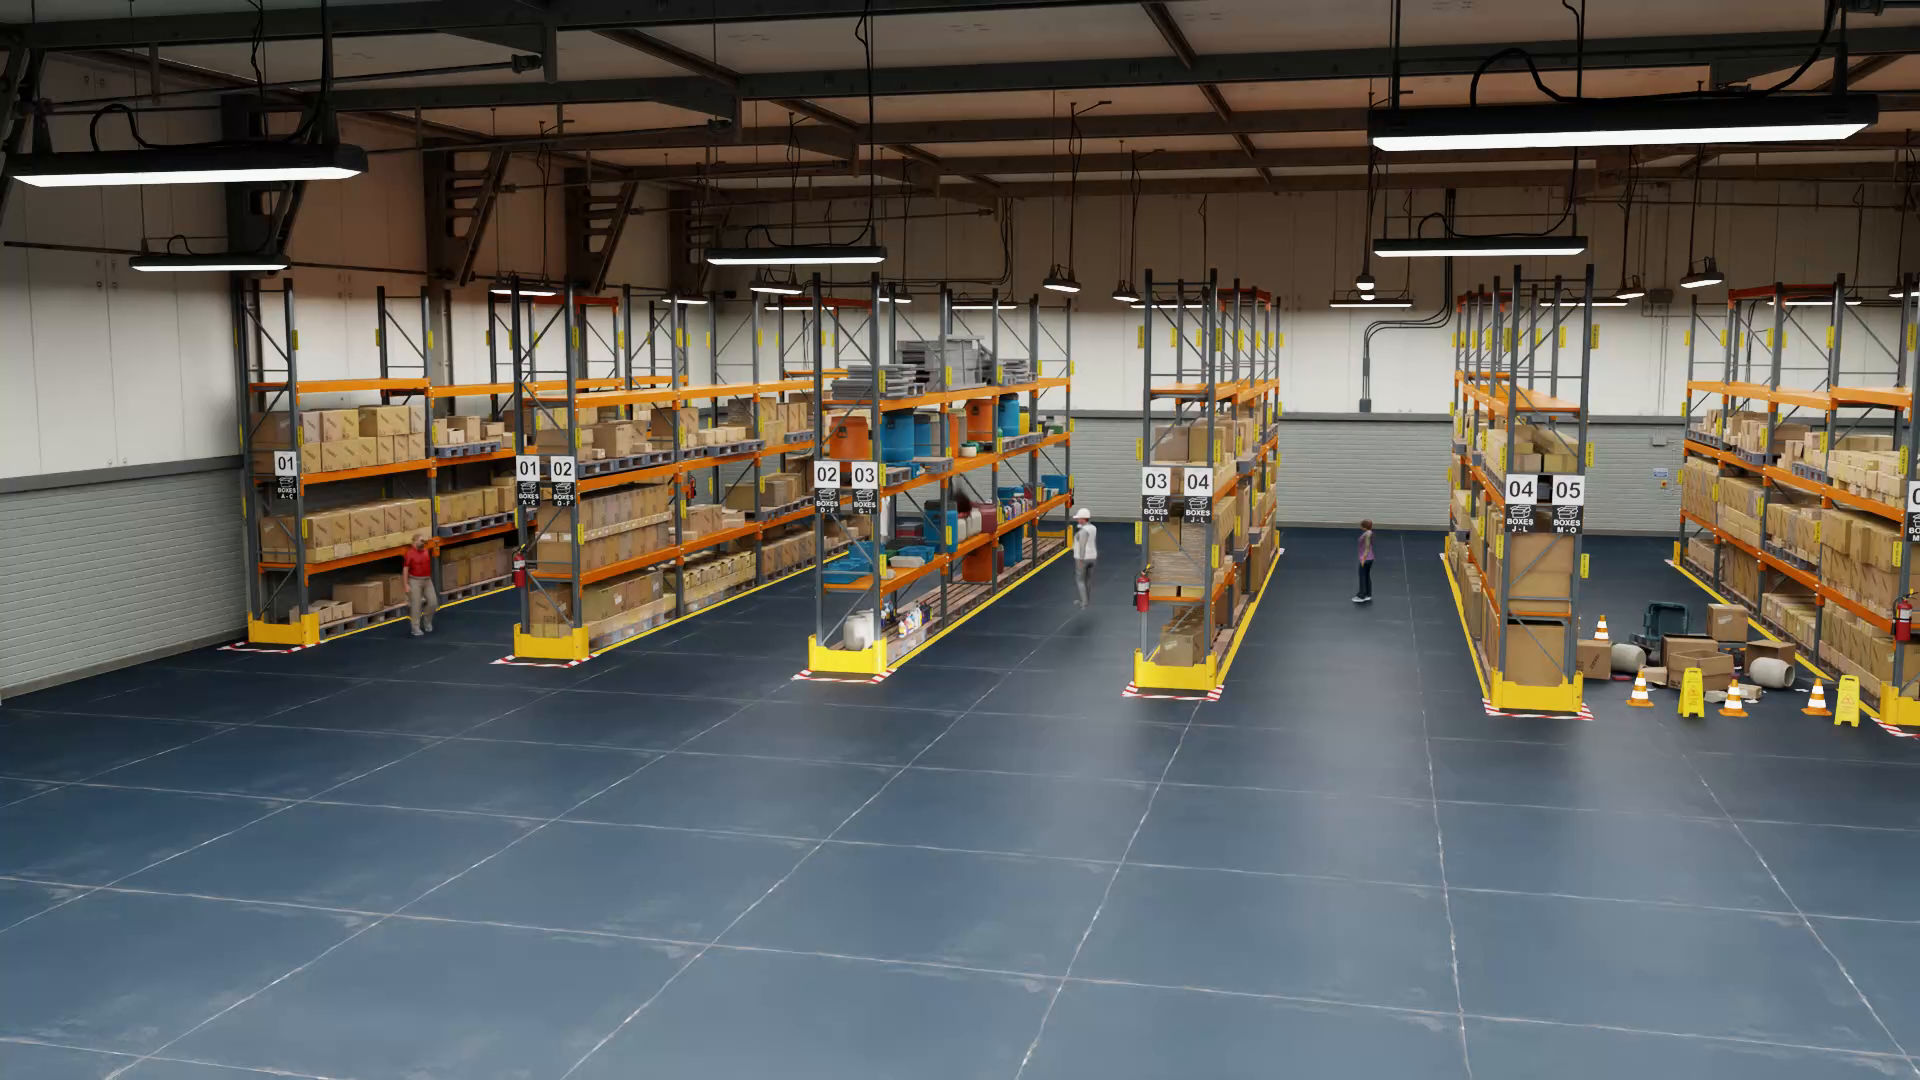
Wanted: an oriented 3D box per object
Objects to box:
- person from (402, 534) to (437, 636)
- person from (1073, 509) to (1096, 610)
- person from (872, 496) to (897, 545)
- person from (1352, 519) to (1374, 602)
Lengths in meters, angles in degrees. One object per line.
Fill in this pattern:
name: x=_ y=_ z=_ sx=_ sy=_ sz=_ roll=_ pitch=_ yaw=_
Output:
person: x=-9.281 y=0.750 z=28.449 sx=0.503 sy=1.727 sz=0.622 roll=6 pitch=9 yaw=41
person: x=2.151 y=0.314 z=29.411 sx=0.557 sy=1.769 sz=0.609 roll=-6 pitch=9 yaw=-43
person: x=-1.731 y=-0.342 z=37.382 sx=0.476 sy=1.785 sz=0.659 roll=4 pitch=8 yaw=31
person: x=7.743 y=0.394 z=31.922 sx=0.384 sy=1.600 sz=0.476 roll=3 pitch=7 yaw=22
